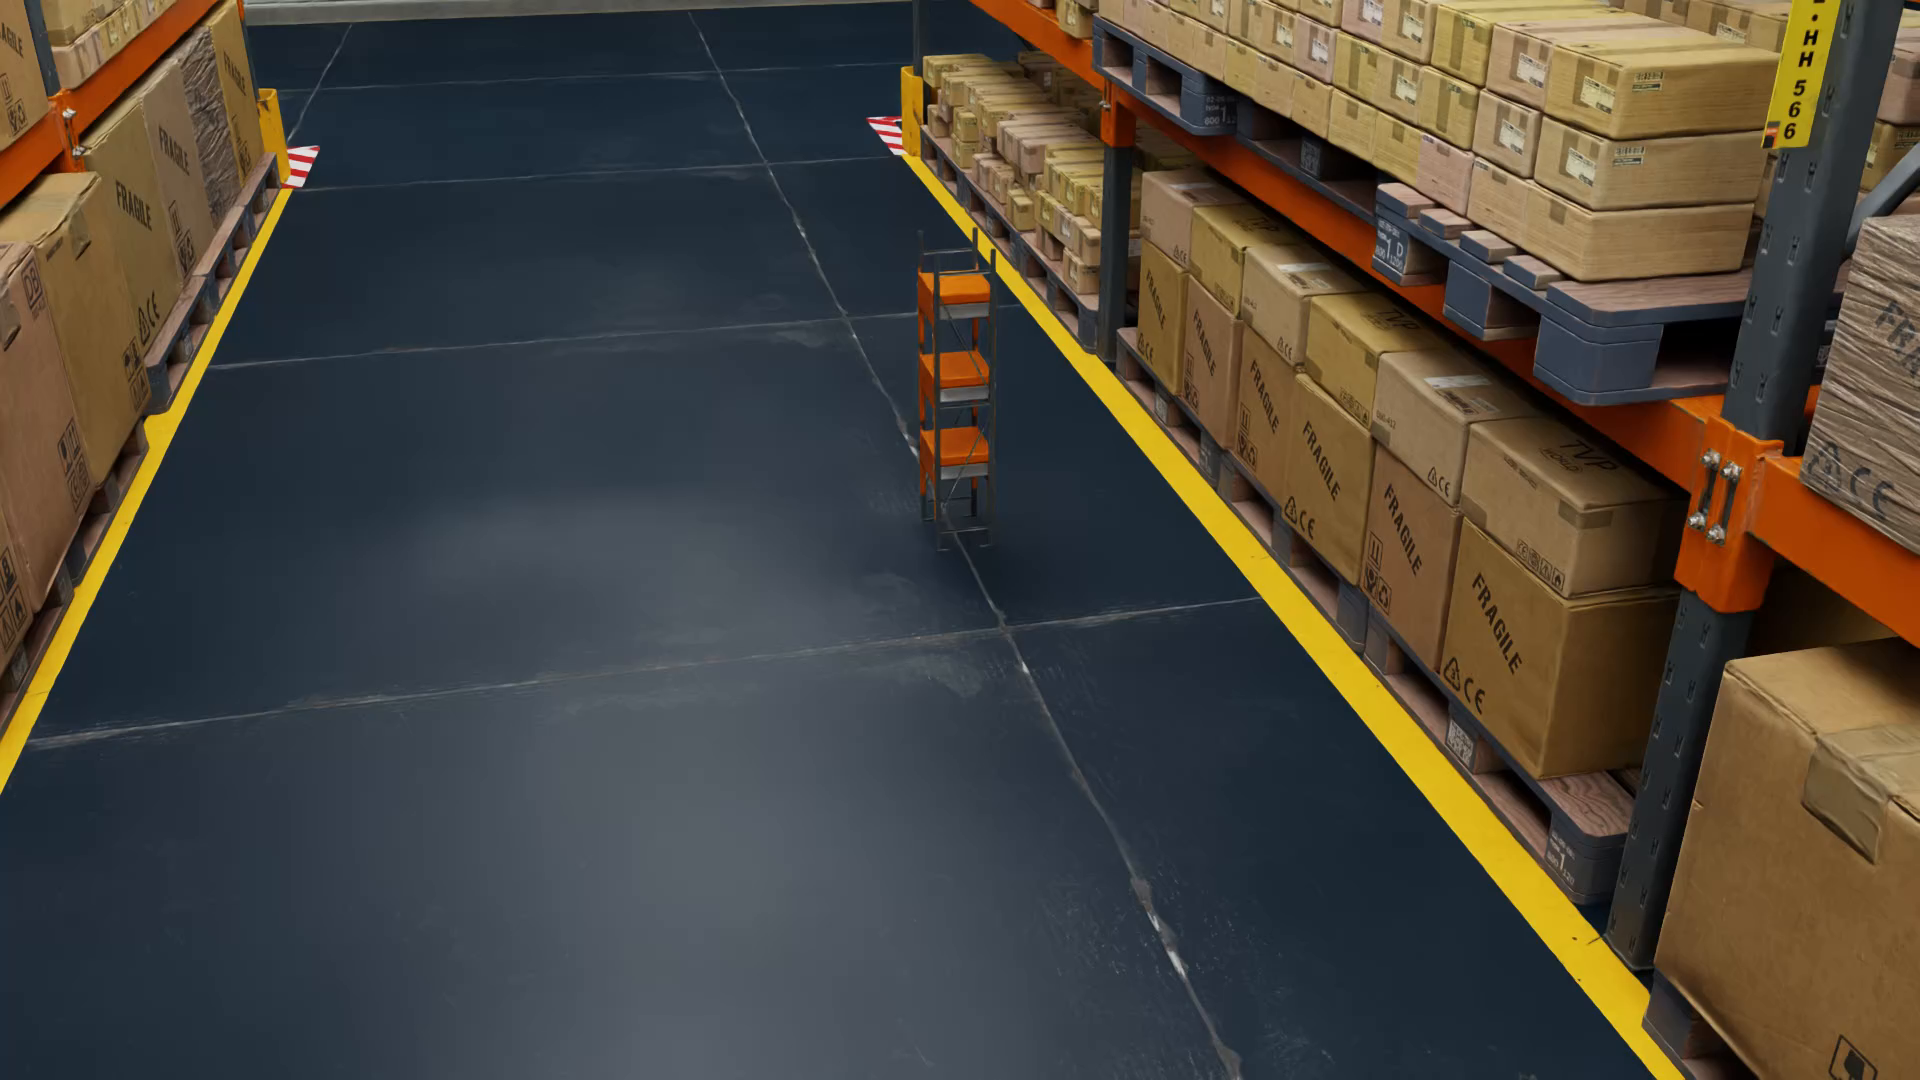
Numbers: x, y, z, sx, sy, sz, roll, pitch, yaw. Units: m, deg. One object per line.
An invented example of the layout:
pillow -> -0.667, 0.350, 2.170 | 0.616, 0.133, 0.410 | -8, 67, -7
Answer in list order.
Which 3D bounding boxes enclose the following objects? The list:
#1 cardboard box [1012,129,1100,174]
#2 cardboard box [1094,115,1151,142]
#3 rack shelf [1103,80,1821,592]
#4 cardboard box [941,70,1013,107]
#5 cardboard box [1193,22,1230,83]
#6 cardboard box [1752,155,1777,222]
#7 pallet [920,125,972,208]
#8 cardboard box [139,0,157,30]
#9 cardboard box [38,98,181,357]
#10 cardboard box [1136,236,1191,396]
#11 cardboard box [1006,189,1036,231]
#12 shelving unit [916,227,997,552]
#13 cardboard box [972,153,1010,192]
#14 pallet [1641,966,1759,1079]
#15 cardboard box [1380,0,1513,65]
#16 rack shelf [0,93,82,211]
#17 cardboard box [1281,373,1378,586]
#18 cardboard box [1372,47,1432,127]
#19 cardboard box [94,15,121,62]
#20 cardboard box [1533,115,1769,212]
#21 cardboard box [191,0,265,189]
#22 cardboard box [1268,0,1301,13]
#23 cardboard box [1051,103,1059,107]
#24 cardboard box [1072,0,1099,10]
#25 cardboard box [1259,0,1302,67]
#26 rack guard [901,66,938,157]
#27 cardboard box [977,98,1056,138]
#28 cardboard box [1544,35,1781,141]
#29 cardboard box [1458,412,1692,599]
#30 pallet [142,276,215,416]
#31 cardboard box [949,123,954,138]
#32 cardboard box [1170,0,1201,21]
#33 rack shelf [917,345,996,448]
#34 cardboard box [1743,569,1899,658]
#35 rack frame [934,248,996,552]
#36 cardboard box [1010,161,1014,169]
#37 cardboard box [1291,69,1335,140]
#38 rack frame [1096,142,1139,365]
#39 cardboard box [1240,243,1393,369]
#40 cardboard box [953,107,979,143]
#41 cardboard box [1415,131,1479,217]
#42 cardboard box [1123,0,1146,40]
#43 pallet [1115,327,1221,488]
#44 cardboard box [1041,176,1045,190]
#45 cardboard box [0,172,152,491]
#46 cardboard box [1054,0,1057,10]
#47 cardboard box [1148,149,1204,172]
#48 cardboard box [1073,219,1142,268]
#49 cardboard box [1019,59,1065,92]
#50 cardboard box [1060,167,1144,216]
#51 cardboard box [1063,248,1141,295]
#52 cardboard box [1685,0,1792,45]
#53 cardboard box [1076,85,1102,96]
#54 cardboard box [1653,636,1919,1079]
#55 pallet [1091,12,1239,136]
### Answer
cardboard box -> 0.477, -1.940, 8.303 | 0.380, 0.149, 0.250 | -7, 28, -14
cardboard box -> 0.918, -2.111, 8.641 | 0.380, 0.149, 0.250 | -7, 28, -14
rack shelf -> 1.555, -0.983, 5.167 | 1.077, 0.370, 4.000 | -6, 27, -12
cardboard box -> 0.101, -2.622, 9.652 | 0.380, 0.149, 0.250 | -6, 27, -12
cardboard box -> 0.979, -1.585, 5.373 | 0.380, 0.149, 0.250 | -7, 28, -14
cardboard box -> 2.041, -0.836, 3.890 | 0.380, 0.149, 0.250 | -5, 27, -9
pallet -> 0.368, -2.300, 10.072 | 1.003, 0.211, 1.213 | -6, 27, -12
cardboard box -> -3.786, -2.343, 7.342 | 0.380, 0.149, 0.250 | -6, 27, -11
cardboard box -> -3.822, -1.260, 6.809 | 0.875, 0.875, 0.875 | -6, 27, -12
cardboard box -> 1.012, -0.902, 6.517 | 0.500, 0.500, 0.500 | -5, 27, -10
cardboard box -> 0.450, -1.689, 8.465 | 0.380, 0.149, 0.250 | -6, 27, -12
shelving unit -> -0.012, -0.492, 5.560 | 0.215, 1.050, 0.252 | -6, 27, -12
cardboard box -> 0.283, -2.032, 9.144 | 0.380, 0.149, 0.250 | -7, 28, -14
pallet -> 2.110, 1.173, 3.193 | 1.003, 0.211, 1.213 | -6, 27, -12
cardboard box -> 1.271, -1.278, 4.105 | 0.380, 0.149, 0.250 | -5, 27, -10
rack shelf -> -3.301, -0.524, 4.257 | 1.077, 0.370, 4.000 | -6, 27, -12
cardboard box -> 1.354, -0.219, 5.163 | 0.500, 0.500, 0.500 | -7, 28, -14
cardboard box -> 1.271, -1.147, 4.176 | 0.380, 0.149, 0.250 | -6, 27, -11
cardboard box -> -3.613, -2.005, 6.673 | 0.380, 0.149, 0.250 | -5, 27, -10
cardboard box -> 1.450, -0.805, 3.498 | 0.380, 0.149, 0.250 | -5, 27, -11
cardboard box -> -4.431, -2.445, 9.157 | 0.875, 0.875, 0.875 | -6, 27, -12
cardboard box -> 1.101, -1.618, 4.779 | 0.380, 0.149, 0.250 | -5, 27, -10
cardboard box -> 0.679, -2.427, 9.596 | 0.380, 0.149, 0.250 | -6, 27, -12
cardboard box -> 0.720, -2.543, 7.019 | 0.500, 0.500, 0.500 | -6, 27, -12
cardboard box -> 1.099, -1.484, 4.844 | 0.380, 0.149, 0.250 | -6, 28, -13
rack guard -> 0.220, -2.789, 10.720 | 1.175, 0.500, 0.348 | -6, 27, -12
cardboard box -> 0.305, -2.278, 8.972 | 0.380, 0.149, 0.250 | -6, 27, -11
cardboard box -> 1.448, -0.936, 3.427 | 0.380, 0.149, 0.250 | -7, 28, -14
cardboard box -> 1.596, -0.106, 4.107 | 0.500, 0.250, 0.500 | -7, 28, -13
pallet -> -3.846, -0.820, 7.140 | 1.003, 0.211, 1.213 | -6, 27, -12
cardboard box -> 0.147, -2.484, 10.040 | 0.380, 0.149, 0.250 | -6, 27, -12
cardboard box -> 0.923, -1.830, 5.529 | 0.380, 0.149, 0.250 | -7, 28, -14
rack shelf -> -0.012, -0.483, 5.565 | 0.215, 0.259, 0.240 | -6, 27, -12
cardboard box -> 2.094, 0.166, 4.400 | 0.500, 0.500, 0.500 | -7, 28, -14
rack frame -> 0.015, -0.439, 5.454 | 0.200, 1.050, 0.008 | -6, 27, -12
cardboard box -> 0.476, -2.040, 8.831 | 0.380, 0.149, 0.250 | -5, 27, -9
cardboard box -> 1.162, -1.235, 4.680 | 0.380, 0.149, 0.250 | -5, 27, -10
rack frame -> 1.104, -2.182, 6.744 | 1.000, 3.000, 0.127 | -6, 27, -12
cardboard box -> 1.246, -0.779, 5.441 | 0.500, 0.250, 0.500 | -5, 27, -10
cardboard box -> 0.171, -2.382, 9.507 | 0.380, 0.149, 0.250 | -5, 27, -10
cardboard box -> 1.334, -0.893, 4.004 | 0.380, 0.149, 0.250 | -5, 27, -11
cardboard box -> 0.813, -1.917, 6.031 | 0.380, 0.149, 0.250 | -6, 27, -11
pallet -> 1.281, -0.596, 6.696 | 1.003, 0.211, 1.213 | -6, 27, -12
cardboard box -> 0.612, -1.689, 8.135 | 0.380, 0.149, 0.250 | -6, 27, -11
cardboard box -> -3.588, -0.683, 5.666 | 1.225, 0.875, 0.875 | -6, 27, -11
cardboard box -> 0.654, -2.517, 7.687 | 0.380, 0.149, 0.250 | -7, 28, -13
cardboard box -> 1.119, -1.768, 7.961 | 0.380, 0.149, 0.250 | -6, 27, -12
cardboard box -> 0.723, -1.336, 7.435 | 0.380, 0.149, 0.250 | -5, 27, -11
cardboard box -> 0.569, -2.796, 9.997 | 0.380, 0.149, 0.250 | -5, 27, -11
cardboard box -> 0.674, -1.600, 7.629 | 0.380, 0.149, 0.250 | -6, 27, -11
cardboard box -> 0.684, -1.234, 7.565 | 0.380, 0.149, 0.250 | -6, 27, -11
cardboard box -> 1.976, -1.215, 3.981 | 0.380, 0.149, 0.250 | -6, 27, -12
cardboard box -> 0.863, -2.462, 9.337 | 0.380, 0.149, 0.250 | -5, 27, -10
cardboard box -> 2.055, 0.667, 3.130 | 1.050, 0.750, 0.750 | -6, 27, -12
pallet -> 1.134, -1.746, 6.093 | 1.003, 0.211, 1.213 | -6, 27, -12
